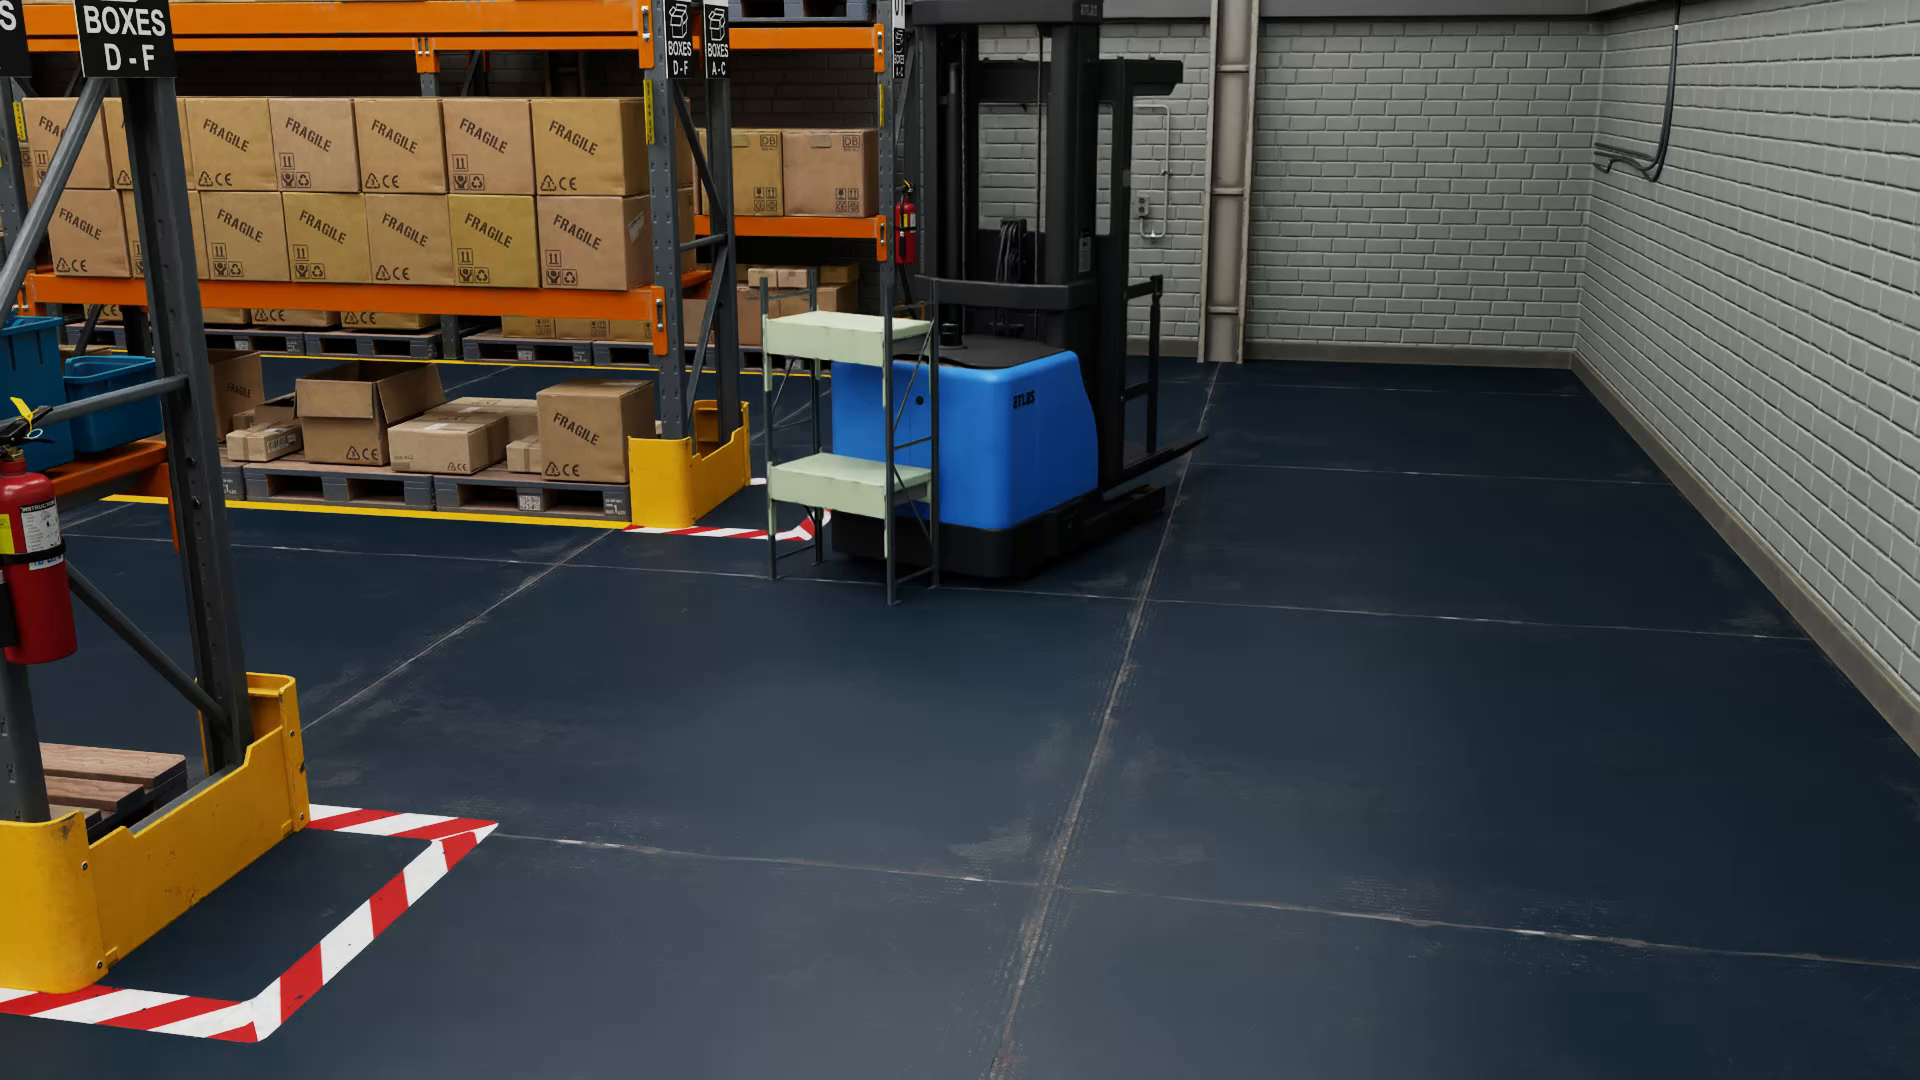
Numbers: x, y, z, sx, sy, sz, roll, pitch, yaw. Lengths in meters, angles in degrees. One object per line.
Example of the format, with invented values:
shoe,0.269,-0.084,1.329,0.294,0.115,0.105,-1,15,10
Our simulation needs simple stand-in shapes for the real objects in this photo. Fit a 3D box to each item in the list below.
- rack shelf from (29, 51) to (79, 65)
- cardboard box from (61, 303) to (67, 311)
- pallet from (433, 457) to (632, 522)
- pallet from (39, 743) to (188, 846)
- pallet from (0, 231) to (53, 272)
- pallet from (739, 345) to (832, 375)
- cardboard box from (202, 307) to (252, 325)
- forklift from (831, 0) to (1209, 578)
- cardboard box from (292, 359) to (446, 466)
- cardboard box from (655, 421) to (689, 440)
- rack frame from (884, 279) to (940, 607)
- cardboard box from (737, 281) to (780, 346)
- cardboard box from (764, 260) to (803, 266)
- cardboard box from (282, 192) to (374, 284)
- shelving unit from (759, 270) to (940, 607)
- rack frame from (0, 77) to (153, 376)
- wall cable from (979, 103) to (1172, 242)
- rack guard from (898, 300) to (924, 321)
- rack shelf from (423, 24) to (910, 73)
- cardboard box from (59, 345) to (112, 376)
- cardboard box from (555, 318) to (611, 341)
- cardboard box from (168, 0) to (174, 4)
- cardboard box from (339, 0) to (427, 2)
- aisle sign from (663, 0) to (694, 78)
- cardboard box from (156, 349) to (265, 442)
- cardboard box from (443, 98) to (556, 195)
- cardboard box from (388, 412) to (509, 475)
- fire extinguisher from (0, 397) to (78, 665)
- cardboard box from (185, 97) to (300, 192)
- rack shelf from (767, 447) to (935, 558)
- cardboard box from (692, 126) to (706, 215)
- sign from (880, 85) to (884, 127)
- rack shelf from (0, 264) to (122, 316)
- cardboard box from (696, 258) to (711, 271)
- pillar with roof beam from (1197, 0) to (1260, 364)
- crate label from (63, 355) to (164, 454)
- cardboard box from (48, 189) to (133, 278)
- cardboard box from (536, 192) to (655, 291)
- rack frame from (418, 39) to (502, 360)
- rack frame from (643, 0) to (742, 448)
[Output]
rack shelf,-10.303,-4.588,15.666,4.000,0.370,1.077,3,16,11
cardboard box,-9.060,-2.415,15.950,0.500,0.500,0.700,3,16,12
pallet,-2.343,-0.364,9.910,1.213,0.211,1.003,3,16,11
pallet,-3.279,0.924,5.261,1.213,0.211,1.003,3,16,11
pallet,-6.169,-1.853,10.422,1.213,0.211,1.003,3,16,11
pallet,-1.303,-1.636,14.502,1.213,0.211,1.003,3,16,11
cardboard box,-6.792,-2.428,15.378,0.750,0.750,0.750,3,16,11
forklift,0.523,-1.567,9.158,1.130,2.935,3.031,9,18,29
cardboard box,-3.565,-0.785,10.058,0.637,0.503,0.797,3,16,11
cardboard box,-1.829,-0.612,10.098,0.250,0.149,0.380,3,16,11
rack frame,-0.222,-0.451,7.812,0.023,1.500,0.400,10,19,33
cardboard box,-1.700,-1.993,14.464,0.500,0.500,0.700,3,16,11
cardboard box,-1.544,-2.351,14.542,0.250,0.149,0.380,3,16,11
cardboard box,-3.471,-1.744,9.481,0.500,0.500,0.500,3,16,10
shelving unit,-0.524,-0.506,8.010,0.755,1.500,0.431,10,19,33
rack frame,-5.407,-1.874,10.139,0.127,3.000,1.000,3,16,11
wall cable,0.939,-3.627,14.562,1.851,1.984,0.084,3,16,11
rack guard,-0.481,-1.752,14.379,0.348,0.500,1.175,3,16,11
rack shelf,-2.464,-4.163,14.130,4.000,0.370,1.077,3,16,11
cardboard box,-5.833,-0.971,10.737,0.500,0.500,0.500,2,16,9
cardboard box,-3.220,-2.074,14.756,0.500,0.500,0.700,3,16,11
cardboard box,-4.491,-3.129,9.332,0.500,0.250,0.500,3,16,11
cardboard box,-3.024,-3.046,9.031,0.500,0.250,0.500,3,16,11
aisle sign,-1.482,-2.831,8.722,0.004,0.787,0.394,3,16,11
cardboard box,-4.792,-0.926,10.573,0.500,0.500,0.500,3,16,11
cardboard box,-2.474,-2.170,9.146,0.500,0.500,0.500,4,16,13
cardboard box,-2.994,-0.571,9.762,0.500,0.250,0.500,3,16,11
fire extinguisher,-2.421,-0.022,4.296,0.183,0.674,0.296,3,16,11
cardboard box,-3.992,-2.251,9.438,0.500,0.500,0.500,3,16,9
rack shelf,-0.524,-0.192,8.097,0.720,0.370,0.431,10,19,33
cardboard box,-2.466,-3.205,14.383,0.700,0.700,0.980,2,16,8
sign,-0.626,-3.489,13.354,0.005,0.325,0.100,3,16,11
rack shelf,-7.367,-1.634,10.619,4.000,0.370,1.077,3,16,11
cardboard box,-2.290,-2.392,14.688,0.250,0.149,0.380,3,16,12
pillar with roof beam,1.456,-4.805,9.482,0.400,9.000,9.100,3,16,11
crate label,-2.655,-0.413,5.067,0.303,0.233,0.416,3,16,11
cardboard box,-4.962,-1.824,9.771,0.500,0.500,0.500,4,16,13
cardboard box,-1.981,-1.662,9.187,0.500,0.500,0.500,4,16,13
rack frame,-4.424,-3.170,14.818,0.127,3.000,1.000,3,16,11
rack frame,-1.488,-1.662,9.371,0.127,3.000,1.000,3,16,11
